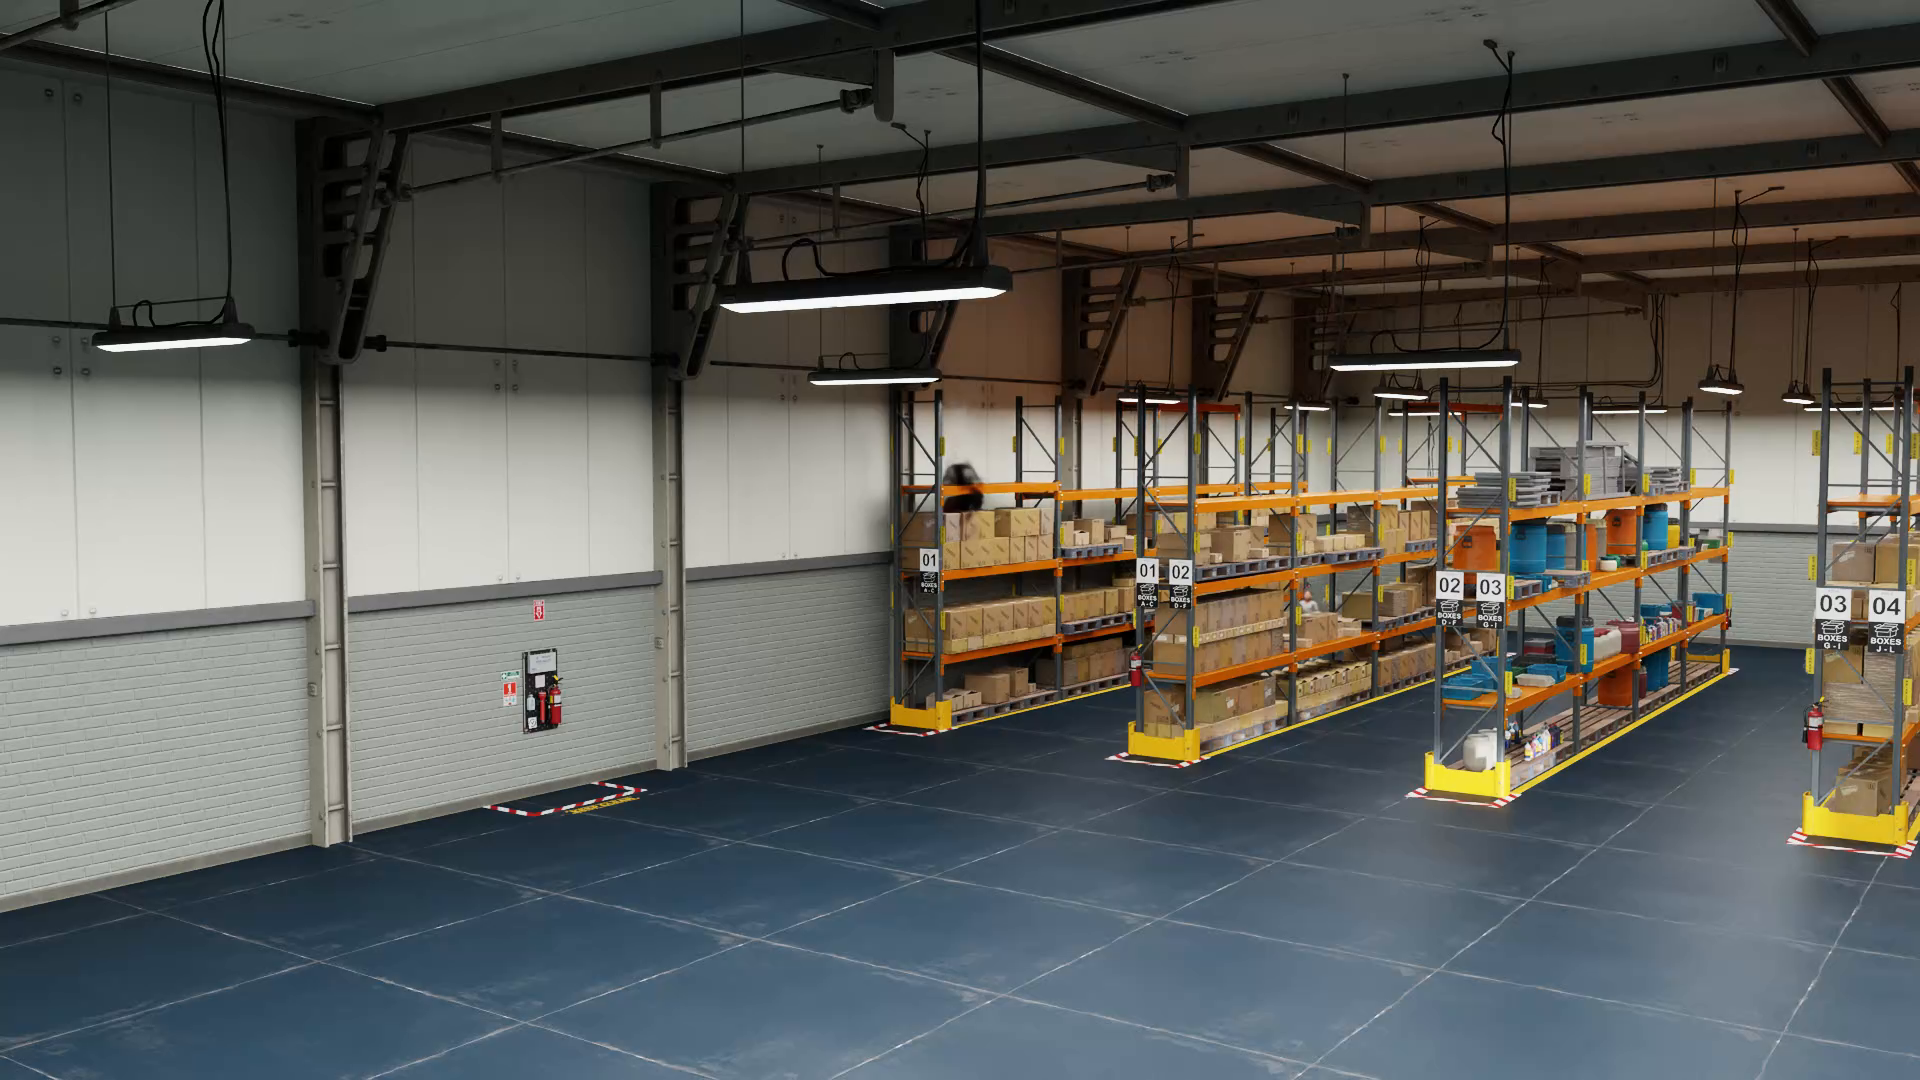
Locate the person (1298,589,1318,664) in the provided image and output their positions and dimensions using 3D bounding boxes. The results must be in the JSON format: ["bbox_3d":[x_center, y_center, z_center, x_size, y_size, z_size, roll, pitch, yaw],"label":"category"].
[{"bbox_3d":[8.032,1.999,38.477,0.535,1.726,0.765,1,3,21],"label":"person"}]
